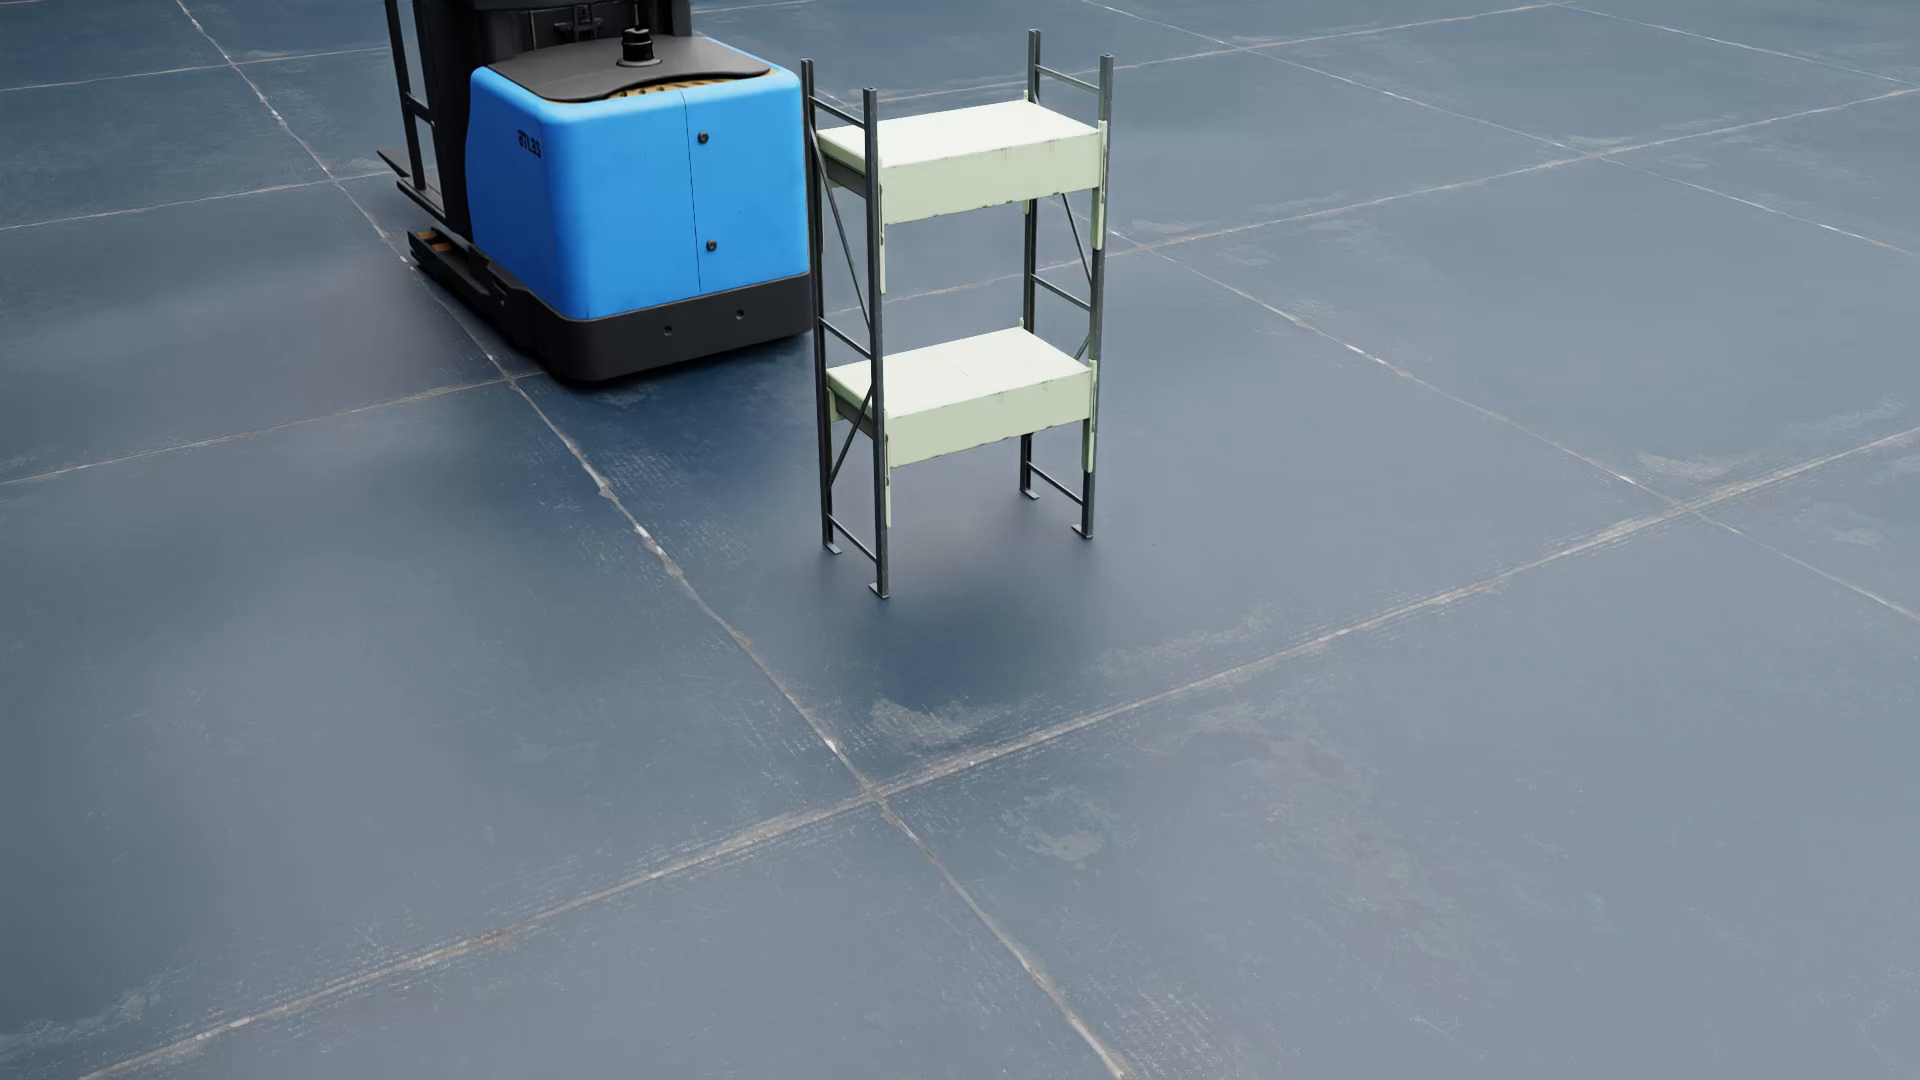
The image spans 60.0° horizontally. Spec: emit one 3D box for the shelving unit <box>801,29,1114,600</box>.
[{"bbox_3d":[-0.006,-0.655,4.885,0.755,1.500,0.431,-16,33,-26],"label":"shelving unit"}]

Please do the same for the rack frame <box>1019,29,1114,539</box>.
[{"bbox_3d":[0.310,-0.745,5.047,0.023,1.500,0.400,-16,33,-26],"label":"rack frame"}]

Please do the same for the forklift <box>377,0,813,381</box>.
[{"bbox_3d":[-1.810,-2.537,6.814,1.130,2.935,3.031,-18,34,-29],"label":"forklift"}]

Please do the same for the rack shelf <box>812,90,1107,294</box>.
[{"bbox_3d":[-0.006,-0.997,4.696,0.720,0.370,0.431,-16,33,-26],"label":"rack shelf"}]

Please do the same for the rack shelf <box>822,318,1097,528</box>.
[{"bbox_3d":[-0.006,-0.370,5.042,0.720,0.370,0.431,-16,33,-26],"label":"rack shelf"}]

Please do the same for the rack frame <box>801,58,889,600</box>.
[{"bbox_3d":[-0.321,-0.565,4.722,0.023,1.500,0.400,-16,33,-26],"label":"rack frame"}]
